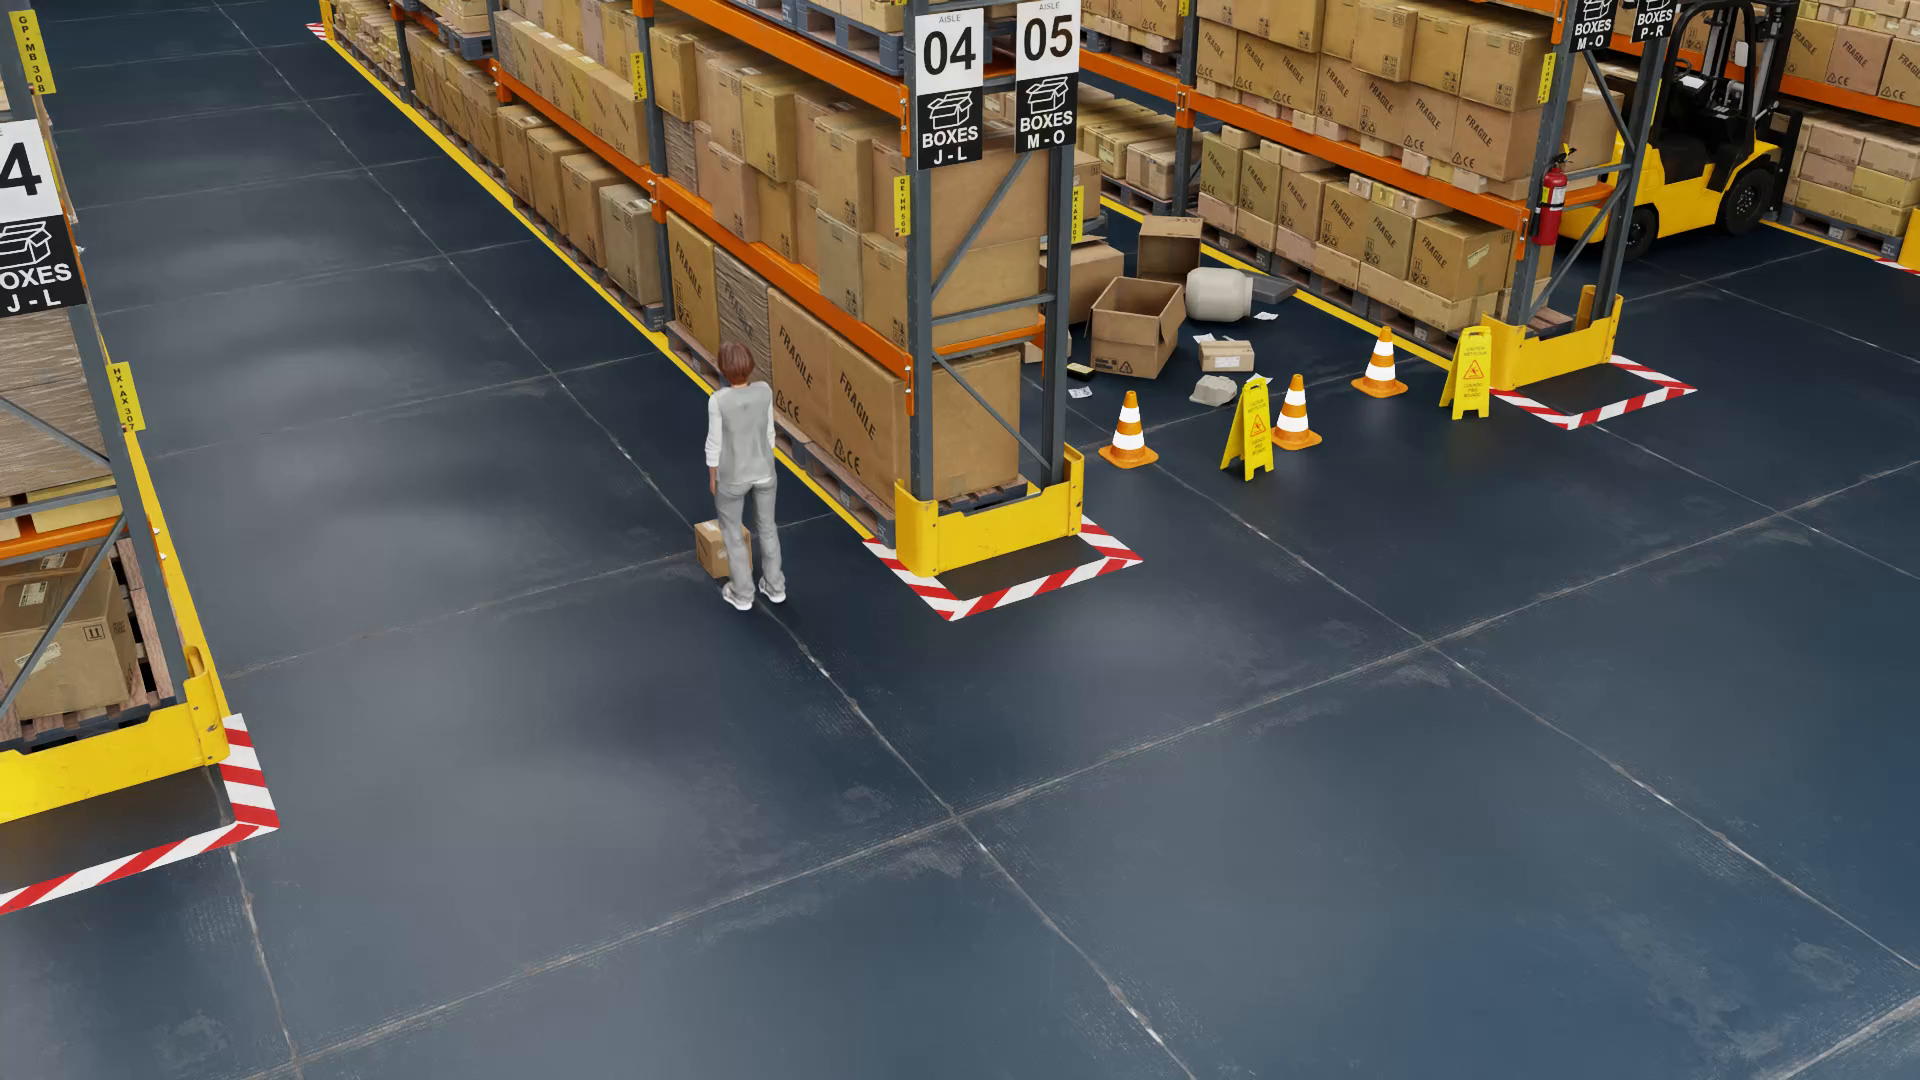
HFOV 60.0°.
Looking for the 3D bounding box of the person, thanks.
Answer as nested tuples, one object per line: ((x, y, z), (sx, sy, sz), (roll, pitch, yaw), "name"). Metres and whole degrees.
((-1.200, -0.347, 9.184), (0.407, 1.592, 0.307), (-15, 33, -25), "person")
